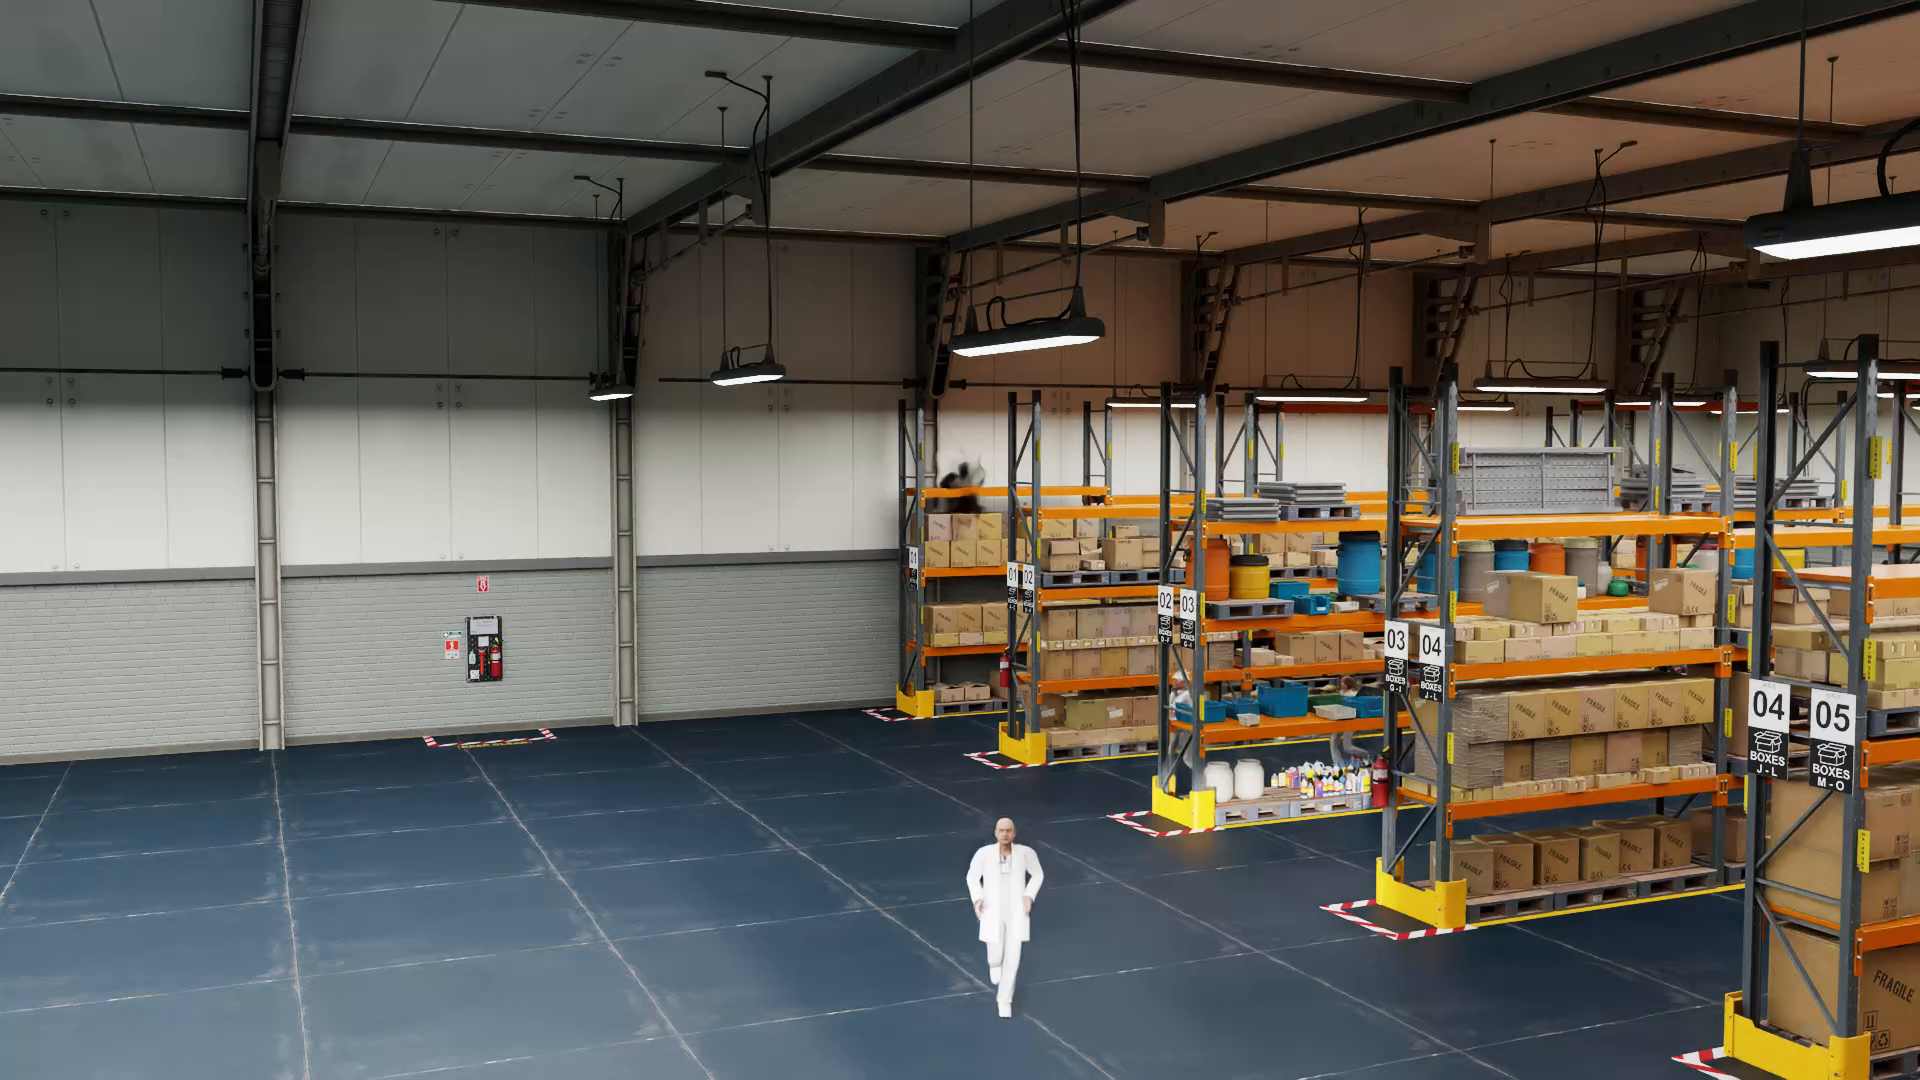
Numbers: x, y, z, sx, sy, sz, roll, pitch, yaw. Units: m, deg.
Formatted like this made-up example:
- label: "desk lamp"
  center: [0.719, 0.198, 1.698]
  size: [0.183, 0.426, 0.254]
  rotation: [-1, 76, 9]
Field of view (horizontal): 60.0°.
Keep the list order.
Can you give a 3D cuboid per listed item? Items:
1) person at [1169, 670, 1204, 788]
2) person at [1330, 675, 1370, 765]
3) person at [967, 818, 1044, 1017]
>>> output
- label: "person"
  center: [3.257, 2.814, 24.575]
  size: [0.879, 1.784, 0.657]
  rotation: [-2, 4, -35]
- label: "person"
  center: [5.983, 2.871, 25.742]
  size: [0.767, 1.564, 0.547]
  rotation: [-2, 4, -25]
- label: "person"
  center: [0.417, 3.409, 15.224]
  size: [0.710, 1.743, 0.756]
  rotation: [0, 3, 0]
